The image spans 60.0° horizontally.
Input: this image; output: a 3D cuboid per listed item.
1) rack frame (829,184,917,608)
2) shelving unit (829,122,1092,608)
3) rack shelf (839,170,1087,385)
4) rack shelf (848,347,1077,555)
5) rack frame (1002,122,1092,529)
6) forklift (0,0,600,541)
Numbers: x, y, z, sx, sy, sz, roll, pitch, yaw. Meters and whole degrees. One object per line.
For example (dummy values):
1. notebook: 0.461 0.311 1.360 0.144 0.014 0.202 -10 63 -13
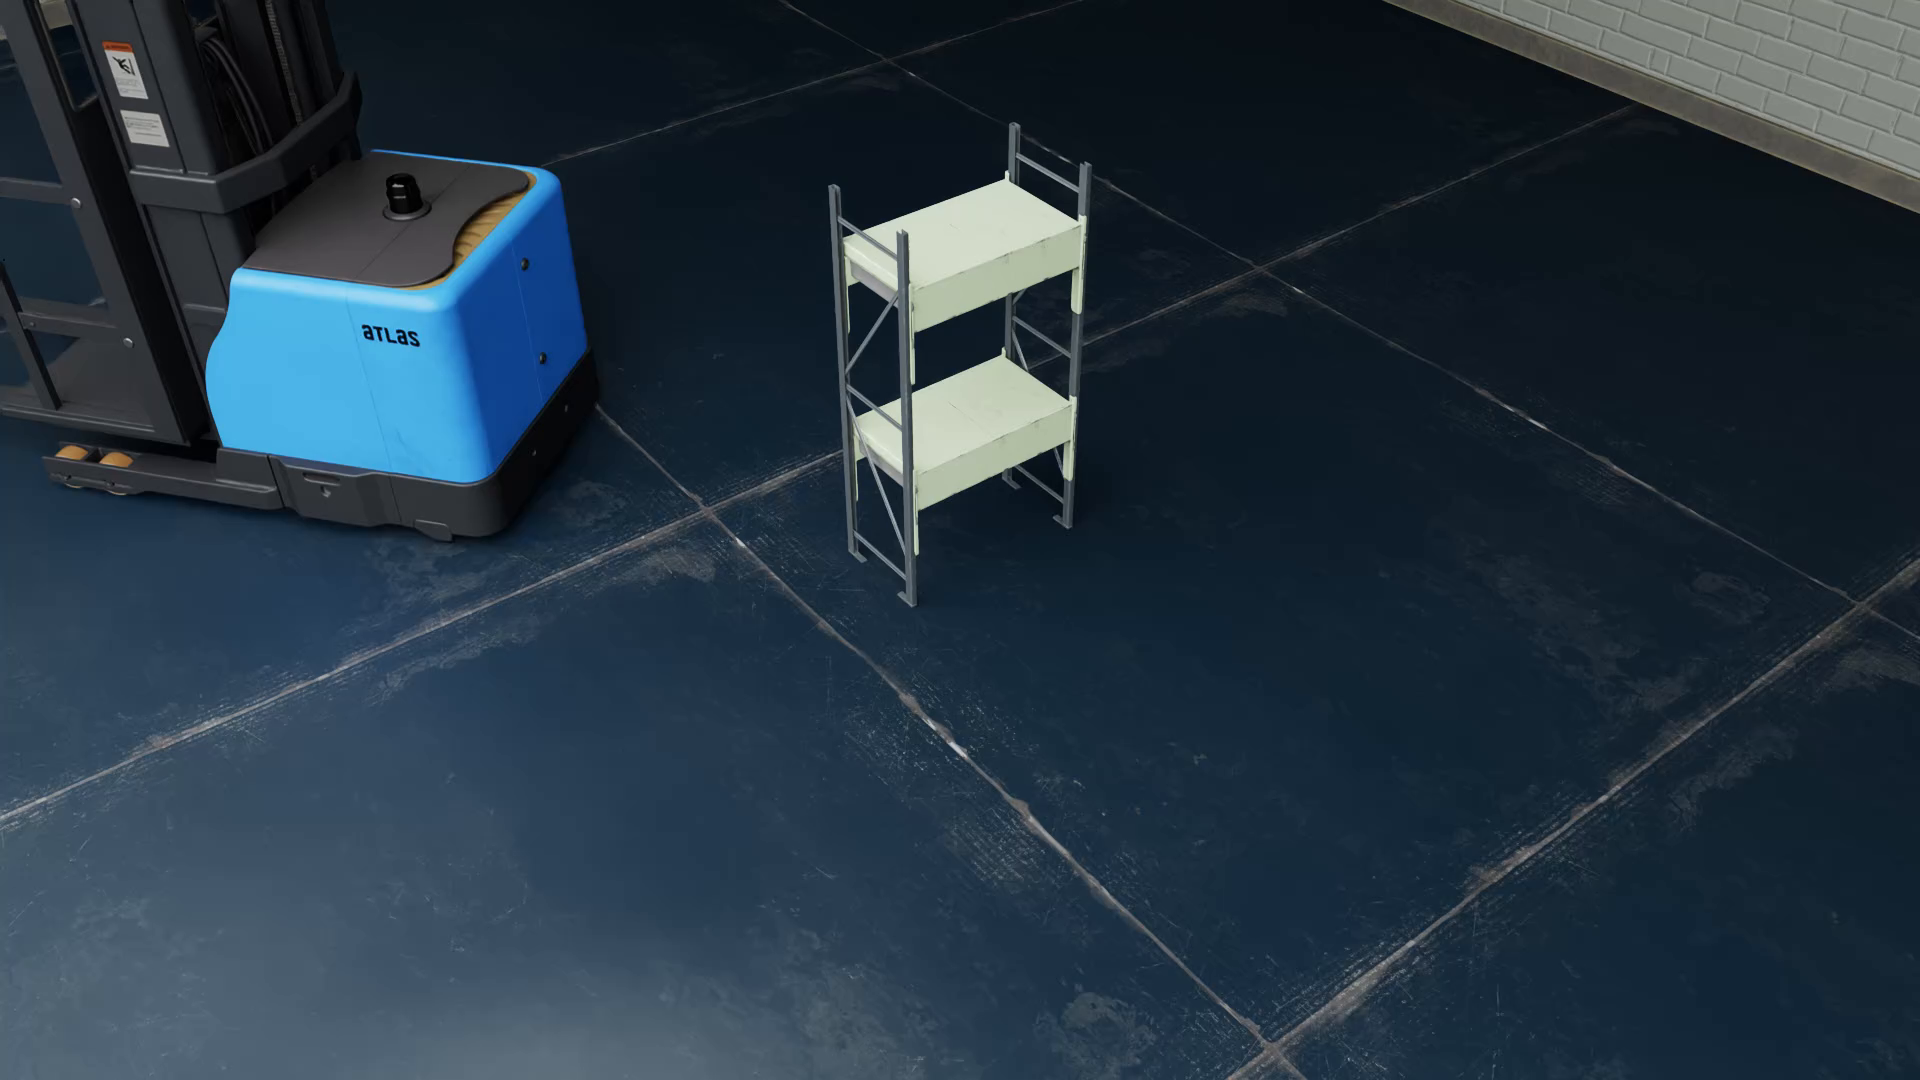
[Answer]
1. rack frame: -0.285 -0.441 5.605 0.023 1.500 0.400 -26 46 -28
2. shelving unit: 0.005 -0.582 5.777 0.755 1.500 0.431 -26 46 -28
3. rack shelf: 0.005 -0.884 5.530 0.720 0.370 0.431 -26 46 -28
4. rack shelf: 0.005 -0.330 5.984 0.720 0.370 0.431 -26 46 -28
5. rack frame: 0.295 -0.724 5.950 0.023 1.500 0.400 -26 46 -28
6. forklift: -3.060 -1.622 5.916 3.031 2.935 1.130 9 40 10
